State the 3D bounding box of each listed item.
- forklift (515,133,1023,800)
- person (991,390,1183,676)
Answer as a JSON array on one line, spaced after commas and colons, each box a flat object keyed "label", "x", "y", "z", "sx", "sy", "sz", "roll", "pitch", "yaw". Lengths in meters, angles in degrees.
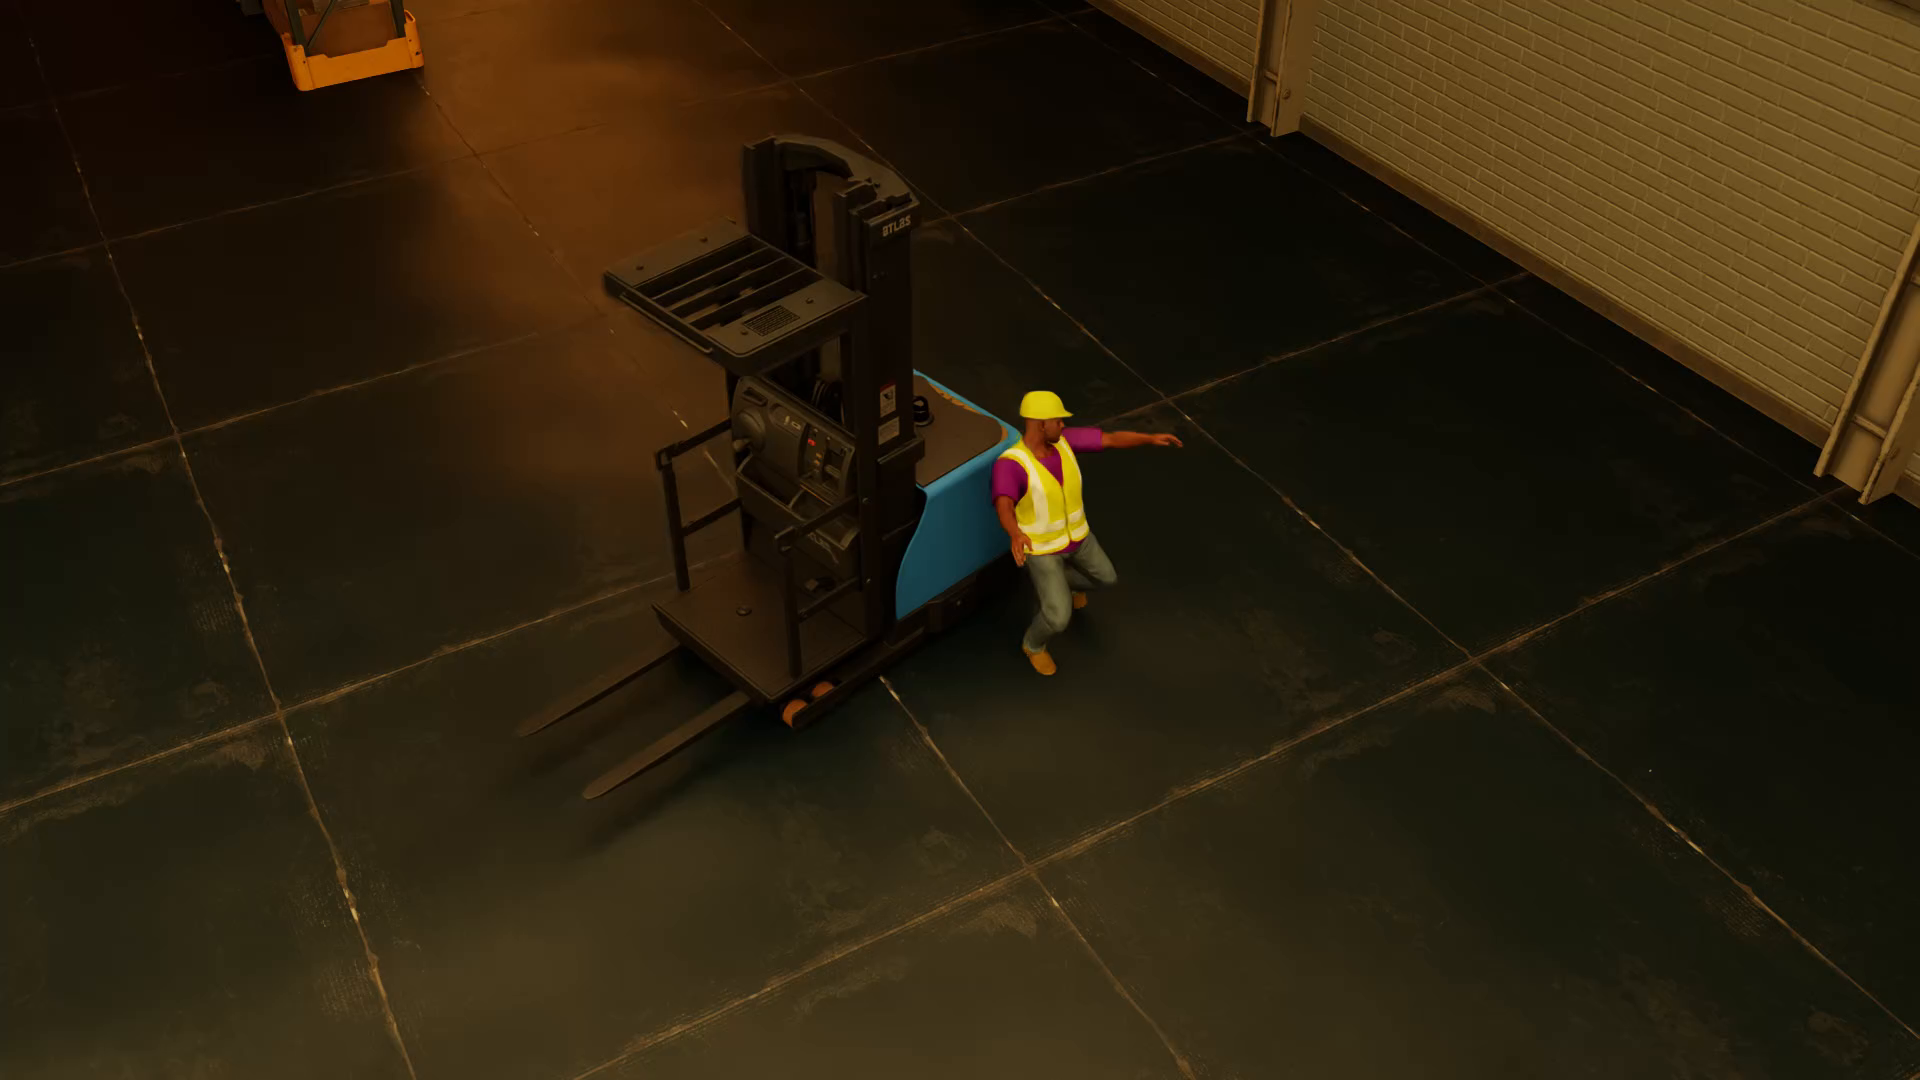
[{"label": "forklift", "x": -1.030, "y": -0.470, "z": 8.602, "sx": 3.031, "sy": 2.935, "sz": 1.130, "roll": -32, "pitch": 49, "yaw": -33}, {"label": "person", "x": 0.530, "y": 0.016, "z": 9.122, "sx": 1.162, "sy": 1.635, "sz": 0.723, "roll": -28, "pitch": 47, "yaw": -30}]
